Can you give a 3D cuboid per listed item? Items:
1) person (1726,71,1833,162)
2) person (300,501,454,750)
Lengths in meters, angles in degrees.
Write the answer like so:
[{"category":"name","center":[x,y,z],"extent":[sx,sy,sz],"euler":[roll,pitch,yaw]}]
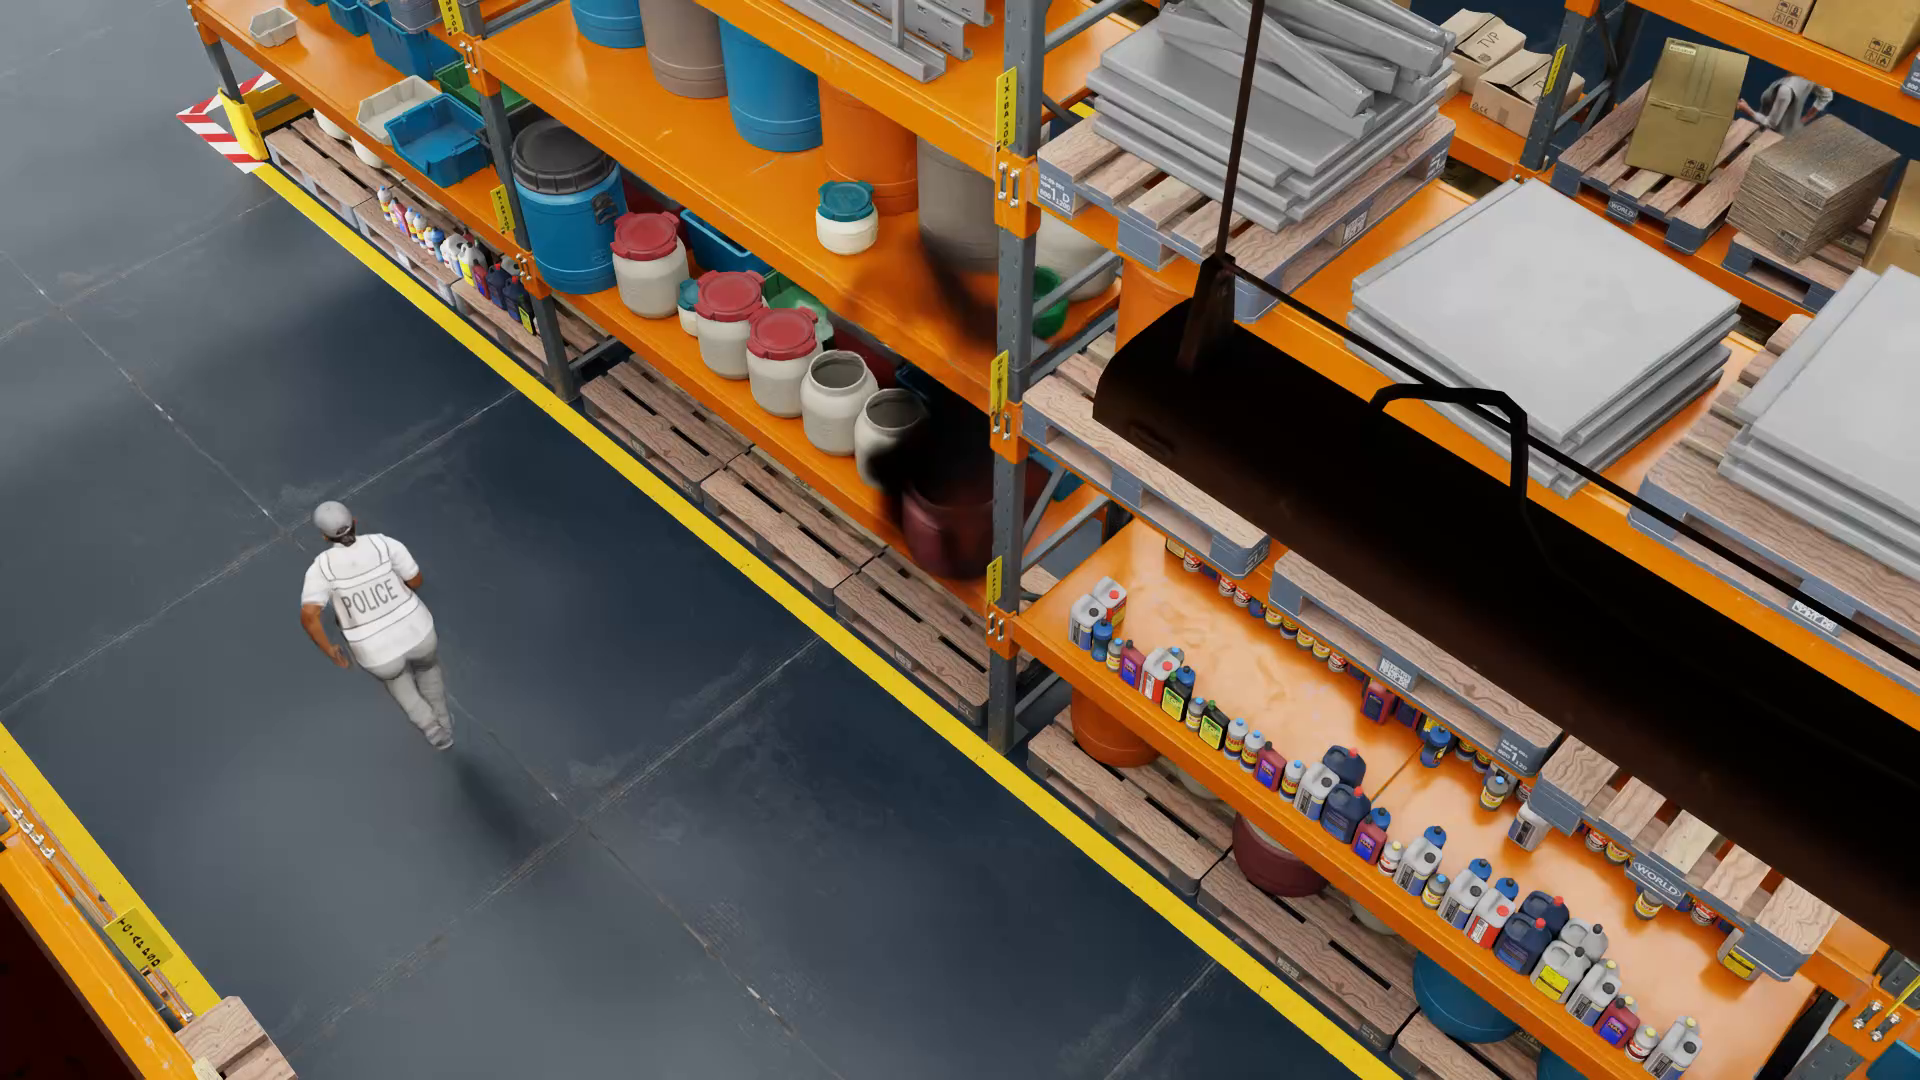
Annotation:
[{"category":"person","center":[5.732,-2.785,11.700],"extent":[0.787,1.606,0.459],"euler":[31,56,23]},{"category":"person","center":[-3.035,0.482,8.660],"extent":[0.637,1.491,0.790],"euler":[-30,56,-23]}]
